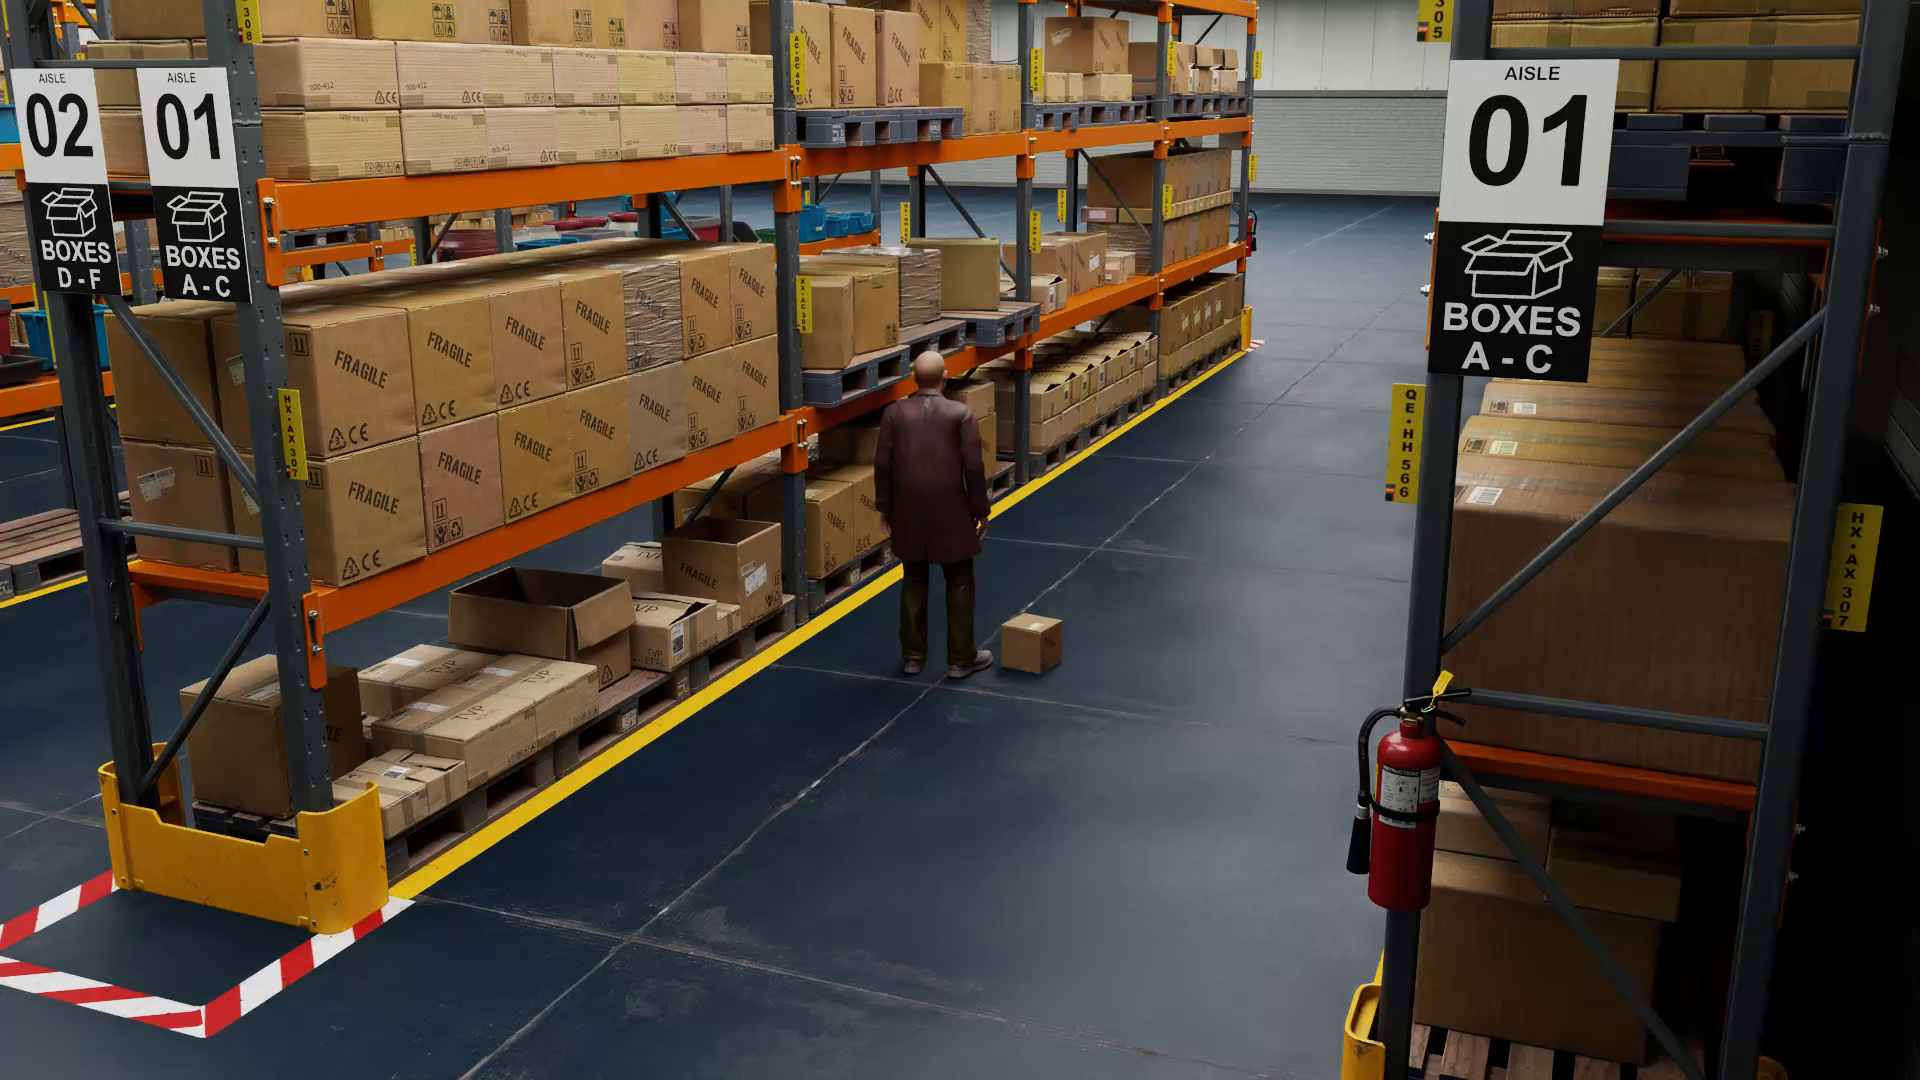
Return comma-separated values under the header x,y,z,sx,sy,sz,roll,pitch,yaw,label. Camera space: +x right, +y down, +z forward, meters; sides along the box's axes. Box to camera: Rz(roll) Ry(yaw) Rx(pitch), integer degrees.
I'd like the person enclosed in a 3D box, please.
x,y,z,sx,sy,sz,roll,pitch,yaw,label
-0.151,-0.142,9.072,0.654,1.775,0.424,4,16,15,person
